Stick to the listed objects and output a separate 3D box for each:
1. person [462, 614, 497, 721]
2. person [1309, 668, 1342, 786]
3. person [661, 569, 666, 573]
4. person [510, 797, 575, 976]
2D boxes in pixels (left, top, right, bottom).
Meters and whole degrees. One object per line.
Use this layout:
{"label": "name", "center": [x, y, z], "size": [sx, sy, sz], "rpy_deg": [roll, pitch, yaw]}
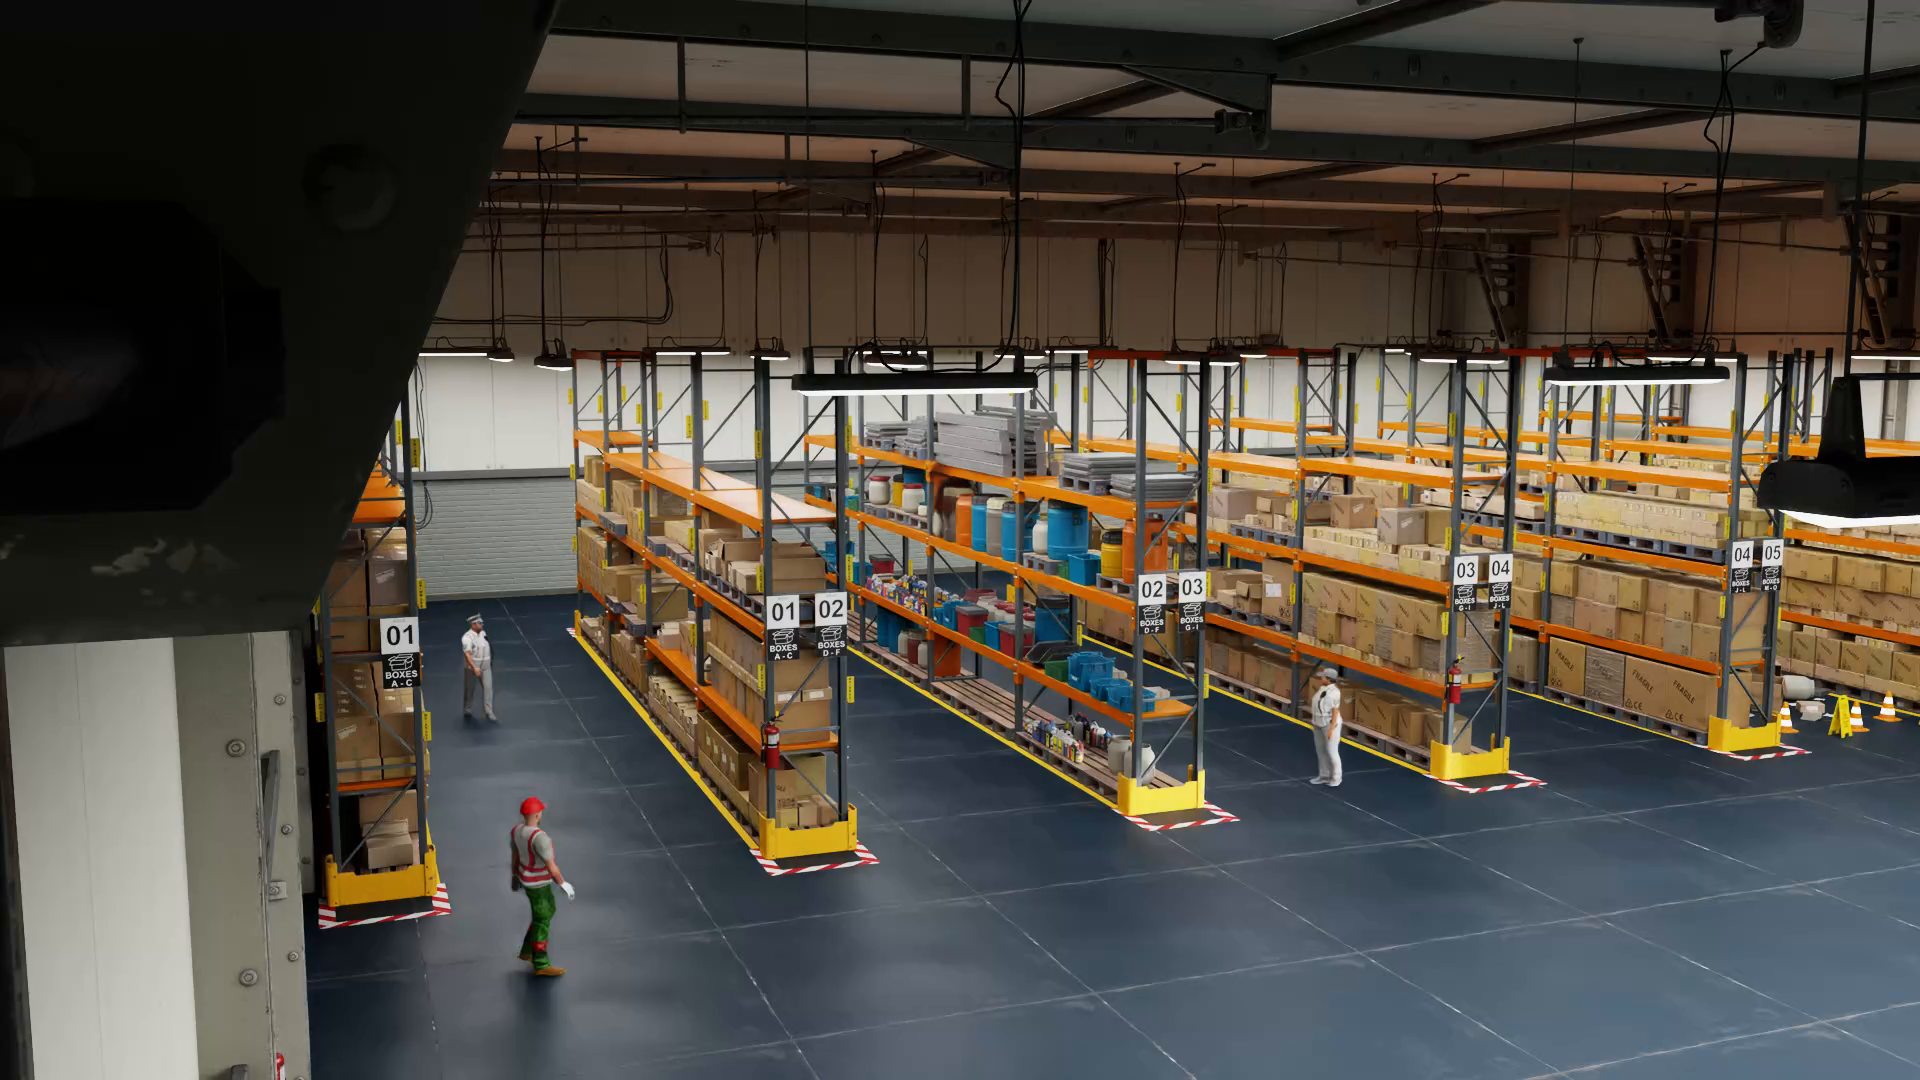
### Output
{"label": "person", "center": [-7.924, 2.074, 27.332], "size": [0.507, 1.723, 1.033], "rpy_deg": [-4, 8, -29]}
{"label": "person", "center": [5.142, 2.621, 23.317], "size": [0.472, 1.681, 0.510], "rpy_deg": [-4, 8, -26]}
{"label": "person", "center": [-7.121, 0.532, 39.759], "size": [0.475, 1.739, 0.606], "rpy_deg": [-1, 7, -10]}
{"label": "person", "center": [-4.144, 3.404, 16.482], "size": [0.555, 1.792, 0.619], "rpy_deg": [-3, 8, -25]}
